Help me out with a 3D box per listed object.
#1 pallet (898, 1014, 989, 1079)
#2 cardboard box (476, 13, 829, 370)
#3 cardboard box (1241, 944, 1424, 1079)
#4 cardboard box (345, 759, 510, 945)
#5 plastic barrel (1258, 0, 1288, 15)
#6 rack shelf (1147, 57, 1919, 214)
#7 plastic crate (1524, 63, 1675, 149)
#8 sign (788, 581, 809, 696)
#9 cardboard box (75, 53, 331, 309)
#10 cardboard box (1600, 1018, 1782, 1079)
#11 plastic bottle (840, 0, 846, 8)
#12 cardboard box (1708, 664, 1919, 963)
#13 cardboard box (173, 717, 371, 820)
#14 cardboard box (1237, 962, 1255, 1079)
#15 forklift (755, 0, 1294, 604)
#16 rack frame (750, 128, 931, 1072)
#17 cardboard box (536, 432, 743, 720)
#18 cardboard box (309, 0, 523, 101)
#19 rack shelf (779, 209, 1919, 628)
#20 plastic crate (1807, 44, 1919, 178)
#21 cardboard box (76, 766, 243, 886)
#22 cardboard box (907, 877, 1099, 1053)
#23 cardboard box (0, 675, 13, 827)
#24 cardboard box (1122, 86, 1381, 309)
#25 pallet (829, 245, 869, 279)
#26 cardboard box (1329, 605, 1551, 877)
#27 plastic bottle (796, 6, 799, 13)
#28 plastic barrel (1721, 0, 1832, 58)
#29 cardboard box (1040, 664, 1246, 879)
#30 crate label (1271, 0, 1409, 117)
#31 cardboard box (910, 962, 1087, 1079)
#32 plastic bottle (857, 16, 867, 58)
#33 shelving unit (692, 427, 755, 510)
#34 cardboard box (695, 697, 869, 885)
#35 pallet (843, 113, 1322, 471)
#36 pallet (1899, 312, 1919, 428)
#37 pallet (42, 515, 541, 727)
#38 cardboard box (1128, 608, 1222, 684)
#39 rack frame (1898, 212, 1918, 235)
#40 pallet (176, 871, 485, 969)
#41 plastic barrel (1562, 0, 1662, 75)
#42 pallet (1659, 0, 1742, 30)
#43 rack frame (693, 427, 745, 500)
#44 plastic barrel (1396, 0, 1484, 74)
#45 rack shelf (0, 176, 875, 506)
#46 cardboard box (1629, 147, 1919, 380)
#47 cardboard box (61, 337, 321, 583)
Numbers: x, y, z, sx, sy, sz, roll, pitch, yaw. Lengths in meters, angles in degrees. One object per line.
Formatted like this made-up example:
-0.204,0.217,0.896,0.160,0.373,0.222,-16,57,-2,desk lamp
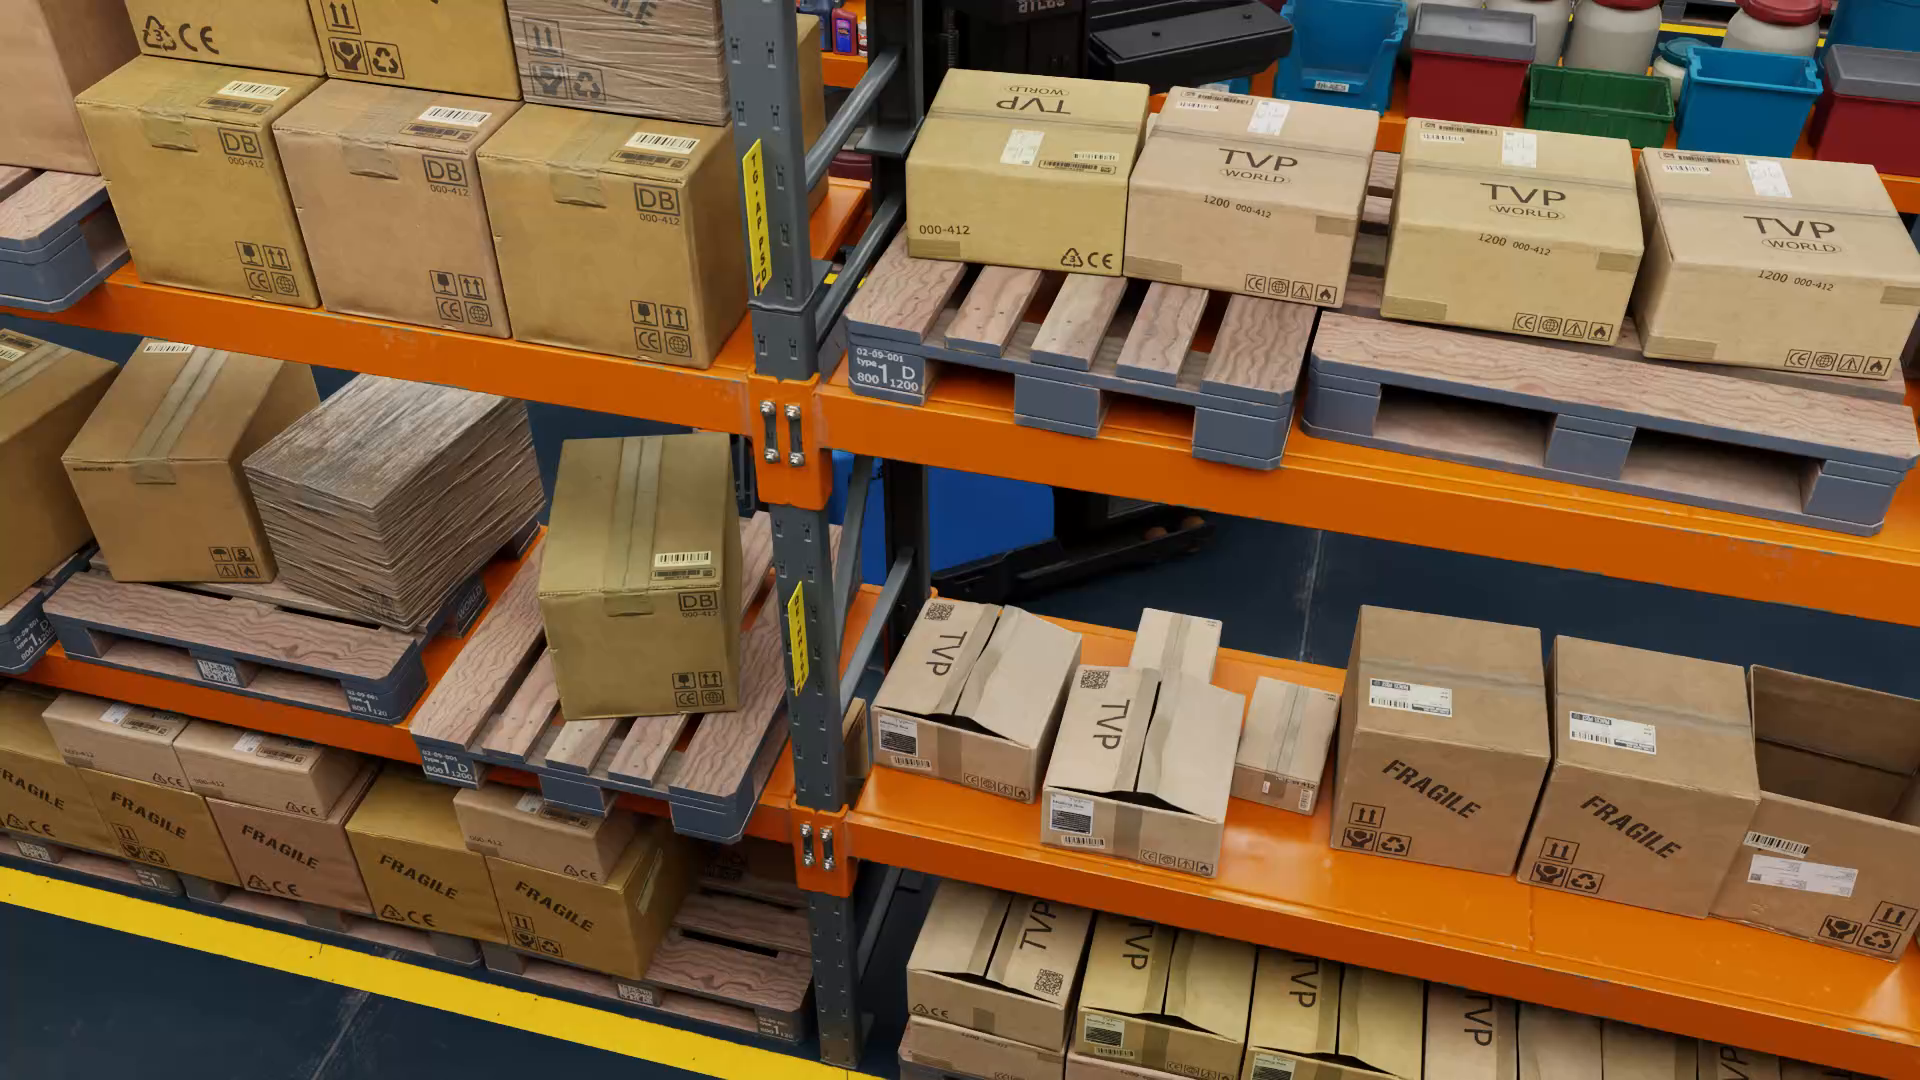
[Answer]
0.501,1.560,5.753,1.213,0.211,1.003,10,41,11,pallet
-0.715,-0.908,4.113,0.500,0.500,0.910,10,41,11,cardboard box
1.147,1.446,5.096,0.500,0.311,0.500,9,41,10,cardboard box
-1.748,1.024,5.825,0.500,0.500,0.500,8,41,10,cardboard box
1.526,-2.909,8.800,0.708,0.536,0.600,10,41,11,plastic barrel
2.932,-2.138,8.547,4.000,0.370,1.077,10,41,11,rack shelf
3.108,-2.114,8.124,0.662,0.188,0.450,10,41,11,plastic crate
-0.416,0.257,4.298,0.005,0.325,0.100,10,41,11,sign
-1.710,-1.079,4.317,0.500,0.500,0.910,10,41,11,cardboard box
2.129,1.617,4.892,0.500,0.311,0.500,10,41,11,cardboard box
-0.737,-3.142,9.222,0.185,0.351,0.144,10,41,11,plastic bottle
2.333,0.732,4.493,0.500,0.500,0.500,13,42,15,cardboard box
-2.293,0.649,5.688,0.500,0.250,0.500,9,41,11,cardboard box
1.135,1.658,5.279,0.500,0.250,0.500,9,41,10,cardboard box
0.618,-1.313,7.058,3.031,2.935,1.130,-16,43,-18,forklift
-0.284,0.331,5.048,0.127,3.000,1.000,10,41,11,rack frame
-0.922,0.097,4.922,0.500,0.500,0.700,-3,40,-3,cardboard box
-1.197,-1.400,3.922,0.500,0.500,0.500,10,41,11,cardboard box
1.648,-0.210,3.919,4.000,0.370,1.077,10,41,11,rack shelf
4.317,-1.996,7.769,0.583,0.464,0.402,10,41,11,plastic crate
-2.745,0.856,6.025,0.500,0.500,0.500,10,41,12,cardboard box
0.146,1.278,5.296,0.500,0.311,0.500,11,41,13,cardboard box
-3.744,0.686,6.226,0.500,0.500,0.500,8,41,9,cardboard box
0.680,-0.805,3.858,0.500,0.250,0.500,11,41,13,cardboard box
-0.948,-1.987,9.977,1.213,0.211,1.003,10,41,11,pallet
1.341,0.561,4.696,0.500,0.500,0.500,8,41,9,cardboard box
-0.913,-2.746,8.803,0.133,0.283,0.061,10,41,11,plastic bottle
3.996,-2.428,8.228,0.433,0.535,0.433,0,40,0,plastic barrel
0.530,0.634,4.757,0.500,0.311,0.500,9,41,11,cardboard box
1.889,-2.426,8.304,0.616,0.435,0.502,10,41,11,crate label
0.146,1.493,5.477,0.500,0.250,0.500,10,41,11,cardboard box
-0.489,-2.654,8.757,0.097,0.201,0.097,0,40,0,plastic bottle
-1.134,-0.738,7.958,0.258,0.189,1.200,-5,75,7,shelving unit
-0.650,0.866,6.012,0.500,0.500,0.500,11,41,13,cardboard box
0.394,-0.688,4.076,1.003,0.211,1.213,12,41,13,pallet
2.724,-0.218,3.518,1.217,0.209,0.805,8,41,10,pallet
-2.164,0.084,5.491,1.213,0.211,1.003,10,41,11,pallet
0.656,0.405,5.155,0.250,0.149,0.380,10,41,11,cardboard box
4.864,-2.081,7.920,0.127,3.000,1.000,10,41,11,rack frame
-2.171,1.047,6.364,1.213,0.211,1.003,10,41,11,pallet
3.287,-2.550,8.373,0.433,0.535,0.433,0,40,0,plastic barrel
5.392,-4.219,12.634,1.213,0.211,1.003,10,41,11,pallet
-1.147,-0.760,7.870,0.240,0.006,1.200,-5,75,7,rack frame
2.456,-2.680,8.547,0.421,0.512,0.421,0,40,0,plastic barrel
-2.216,-0.875,4.711,4.000,0.370,1.077,10,41,11,rack shelf
1.749,-0.612,3.629,0.500,0.250,0.500,7,40,8,cardboard box
-2.426,-0.278,5.369,0.500,0.500,0.700,0,40,0,cardboard box
